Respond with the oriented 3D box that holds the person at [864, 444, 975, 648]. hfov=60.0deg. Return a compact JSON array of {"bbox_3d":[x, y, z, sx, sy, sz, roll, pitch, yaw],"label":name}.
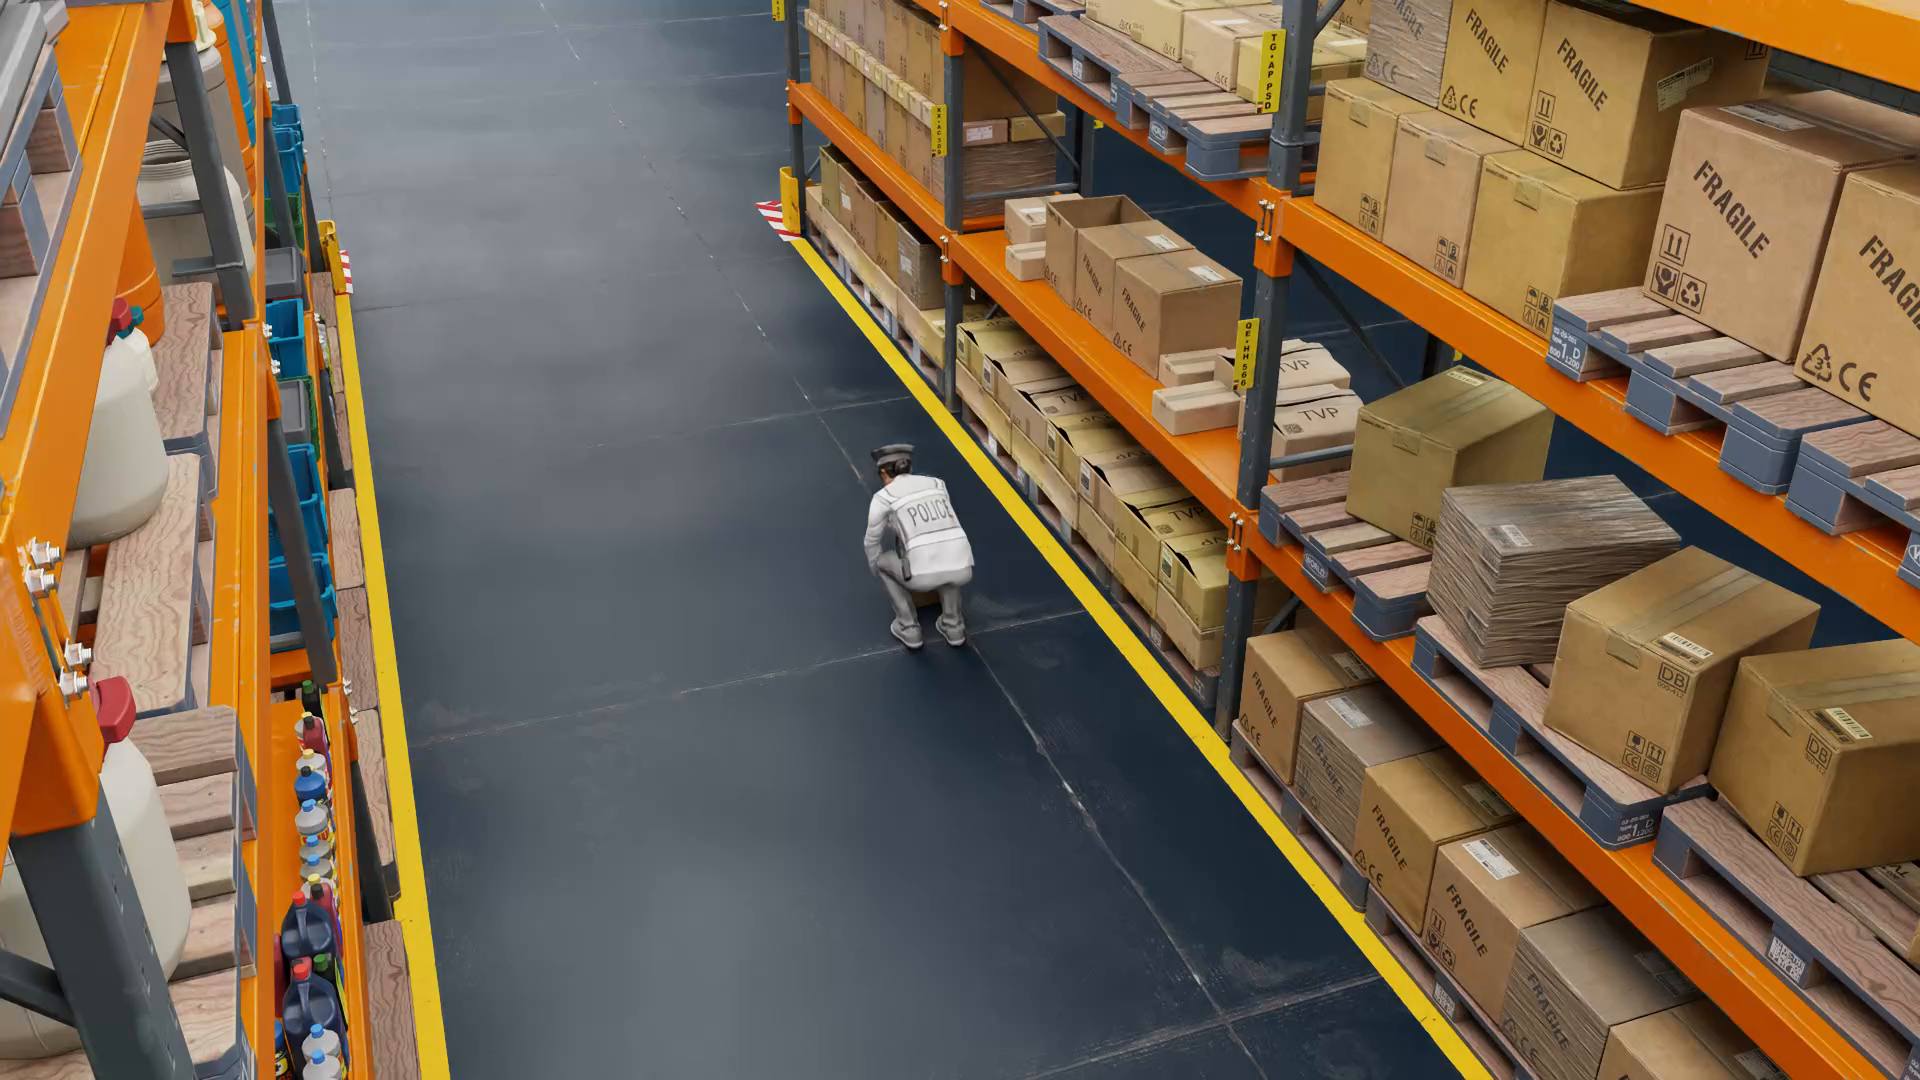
[{"bbox_3d":[-0.233,0.044,8.902,0.497,1.028,0.837,-10,32,-17],"label":"person"}]
